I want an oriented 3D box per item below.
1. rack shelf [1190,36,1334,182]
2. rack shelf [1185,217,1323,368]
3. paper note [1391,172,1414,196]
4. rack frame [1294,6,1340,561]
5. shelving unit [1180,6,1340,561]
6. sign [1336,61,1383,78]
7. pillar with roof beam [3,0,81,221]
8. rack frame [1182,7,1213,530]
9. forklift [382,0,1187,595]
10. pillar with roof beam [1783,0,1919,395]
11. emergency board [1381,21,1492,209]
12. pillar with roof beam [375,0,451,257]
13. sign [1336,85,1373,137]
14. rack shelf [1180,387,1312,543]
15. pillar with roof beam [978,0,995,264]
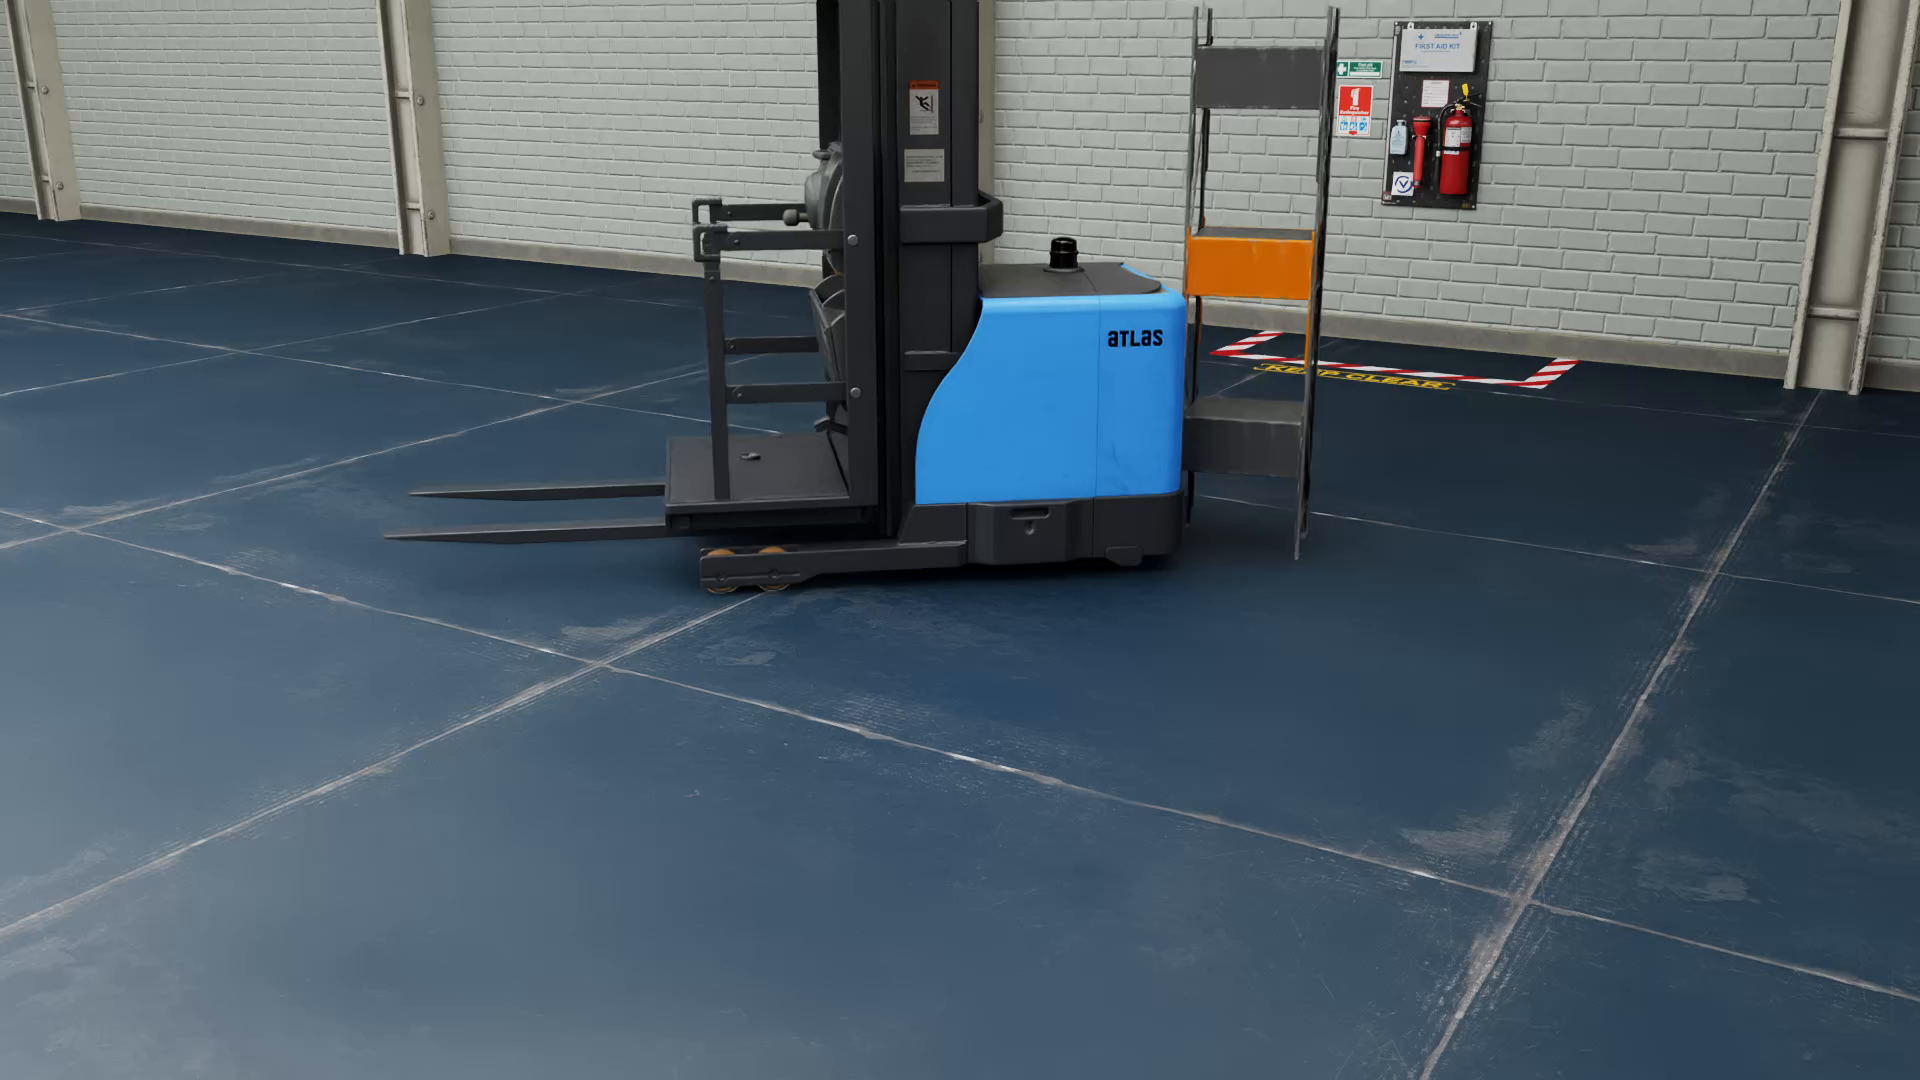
[{"bbox_3d":[1.157,-1.653,6.349,0.480,0.518,0.431,5,18,16],"label":"rack shelf"},{"bbox_3d":[1.157,-0.983,6.552,0.480,0.518,0.431,5,18,16],"label":"rack shelf"},{"bbox_3d":[2.926,-2.352,10.979,0.142,0.148,0.016,10,20,30],"label":"paper note"},{"bbox_3d":[1.391,-0.976,6.482,0.015,2.100,0.400,5,18,16],"label":"rack frame"},{"bbox_3d":[1.157,-0.996,6.548,0.503,2.100,0.431,5,18,16],"label":"shelving unit"},{"bbox_3d":[2.623,-3.107,10.975,0.331,0.109,0.001,10,20,30],"label":"sign"},{"bbox_3d":[-12.464,-6.886,14.069,0.400,9.000,9.100,10,20,30],"label":"pillar with roof beam"},{"bbox_3d":[0.923,-1.016,6.614,0.015,2.100,0.400,5,18,16],"label":"rack frame"},{"bbox_3d":[-0.693,-1.363,6.327,3.031,2.935,1.130,-3,17,-9],"label":"forklift"},{"bbox_3d":[2.874,-4.148,5.056,0.400,9.000,9.100,10,20,30],"label":"pillar with roof beam"},{"bbox_3d":[3.041,-2.730,10.706,0.643,1.169,0.194,10,20,30],"label":"emergency board"},{"bbox_3d":[-7.351,-5.974,11.065,0.400,9.000,9.100,10,20,30],"label":"pillar with roof beam"},{"bbox_3d":[2.624,-2.856,11.062,0.234,0.329,0.001,10,20,30],"label":"sign"},{"bbox_3d":[1.157,-0.313,6.756,0.480,0.518,0.431,5,18,16],"label":"rack shelf"},{"bbox_3d":[-2.239,-5.061,8.060,0.400,9.000,9.100,10,20,30],"label":"pillar with roof beam"}]
